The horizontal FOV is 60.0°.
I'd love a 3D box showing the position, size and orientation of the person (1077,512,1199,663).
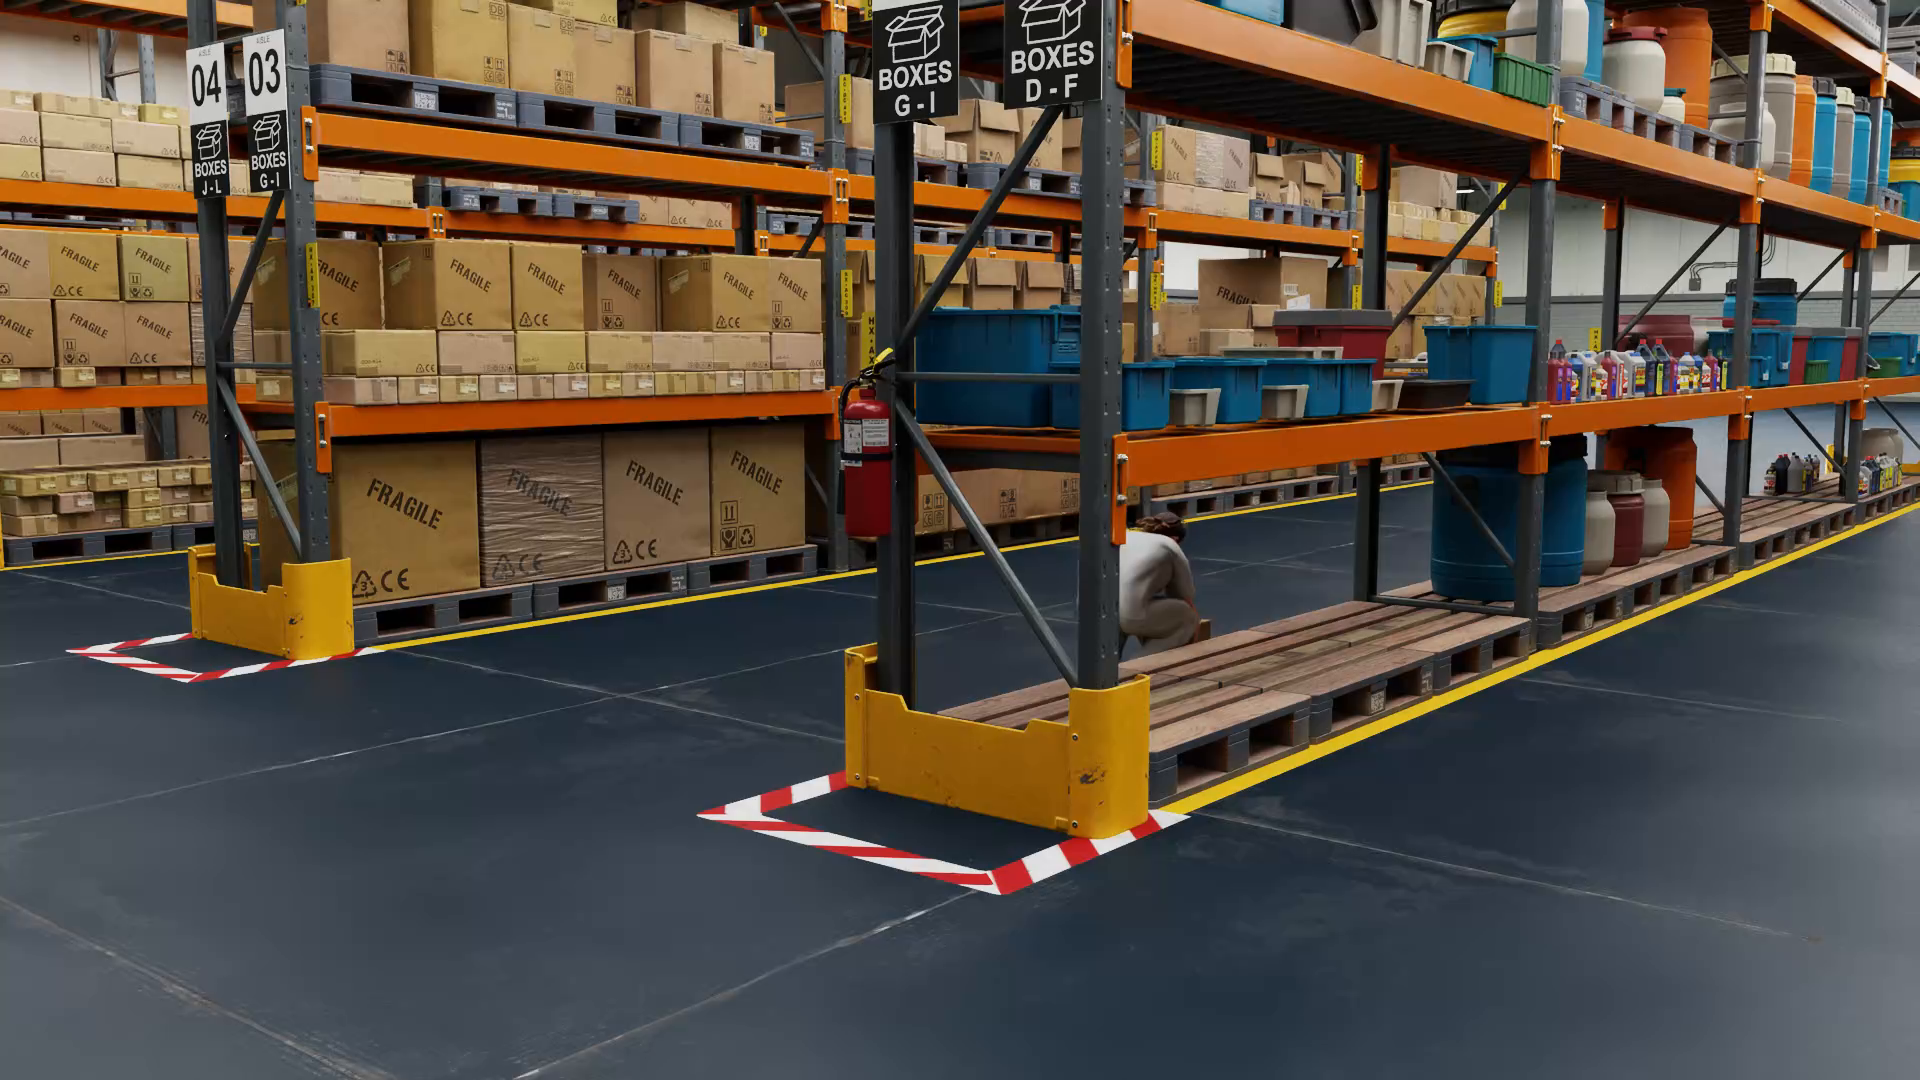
[{"bbox_3d":[0.881,0.291,8.046,0.478,0.804,0.803,5,9,39],"label":"person"}]
